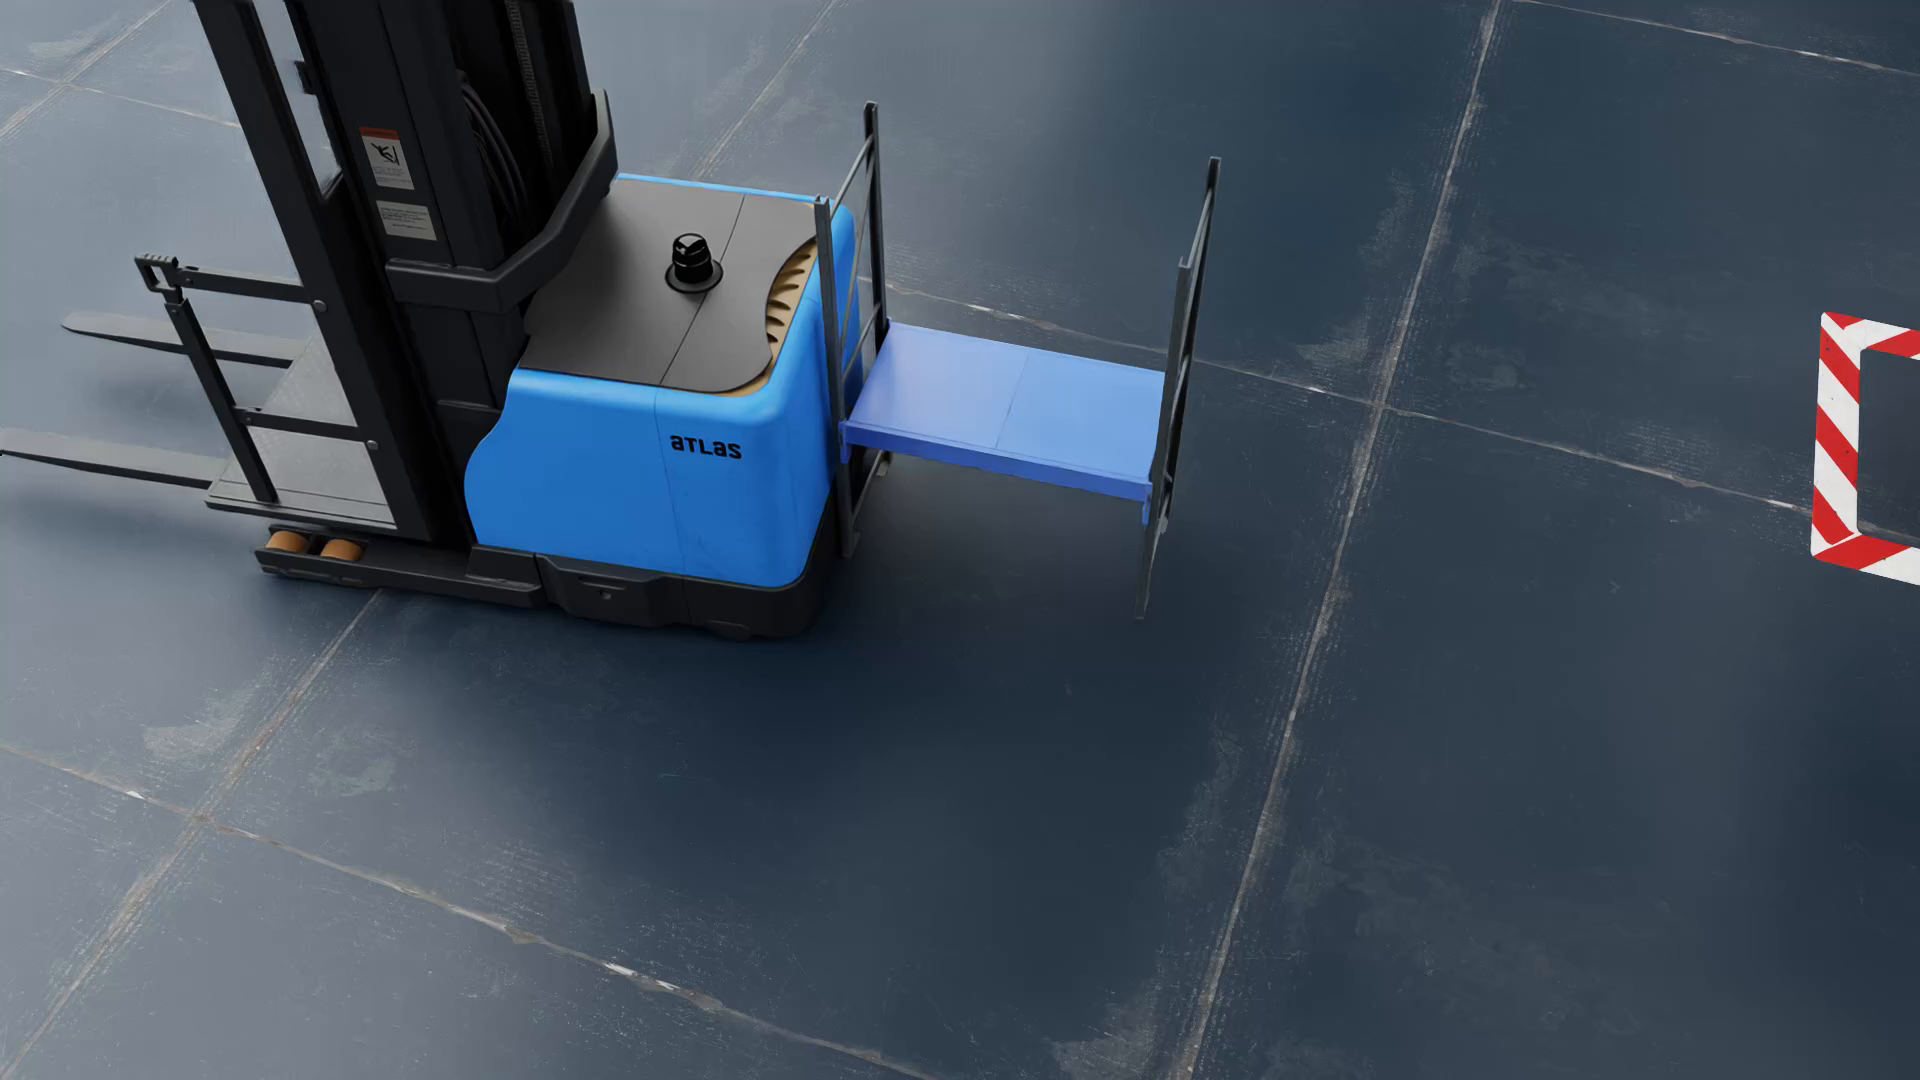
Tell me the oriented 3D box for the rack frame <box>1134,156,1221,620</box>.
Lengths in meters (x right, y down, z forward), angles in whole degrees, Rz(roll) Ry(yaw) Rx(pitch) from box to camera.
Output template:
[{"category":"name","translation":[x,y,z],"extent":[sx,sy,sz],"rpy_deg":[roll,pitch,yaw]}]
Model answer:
[{"category":"rack frame","translation":[0.658,-0.410,5.113],"extent":[0.032,1.500,0.500],"rpy_deg":[12,50,10]}]

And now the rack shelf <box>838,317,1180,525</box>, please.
[{"category":"rack shelf","translation":[0.168,-0.394,5.337],"extent":[1.000,0.185,0.538],"rpy_deg":[12,50,10]}]

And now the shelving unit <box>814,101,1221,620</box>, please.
[{"category":"shelving unit","translation":[0.168,-0.512,5.201],"extent":[1.048,1.500,0.538],"rpy_deg":[12,50,10]}]

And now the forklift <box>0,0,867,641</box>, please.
[{"category":"forklift","translation":[-1.890,-1.188,4.840],"extent":[3.031,2.935,1.130],"rpy_deg":[8,50,7]}]

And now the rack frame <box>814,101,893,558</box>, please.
[{"category":"rack frame","translation":[-0.322,-0.614,5.289],"extent":[0.032,1.500,0.500],"rpy_deg":[12,50,10]}]
